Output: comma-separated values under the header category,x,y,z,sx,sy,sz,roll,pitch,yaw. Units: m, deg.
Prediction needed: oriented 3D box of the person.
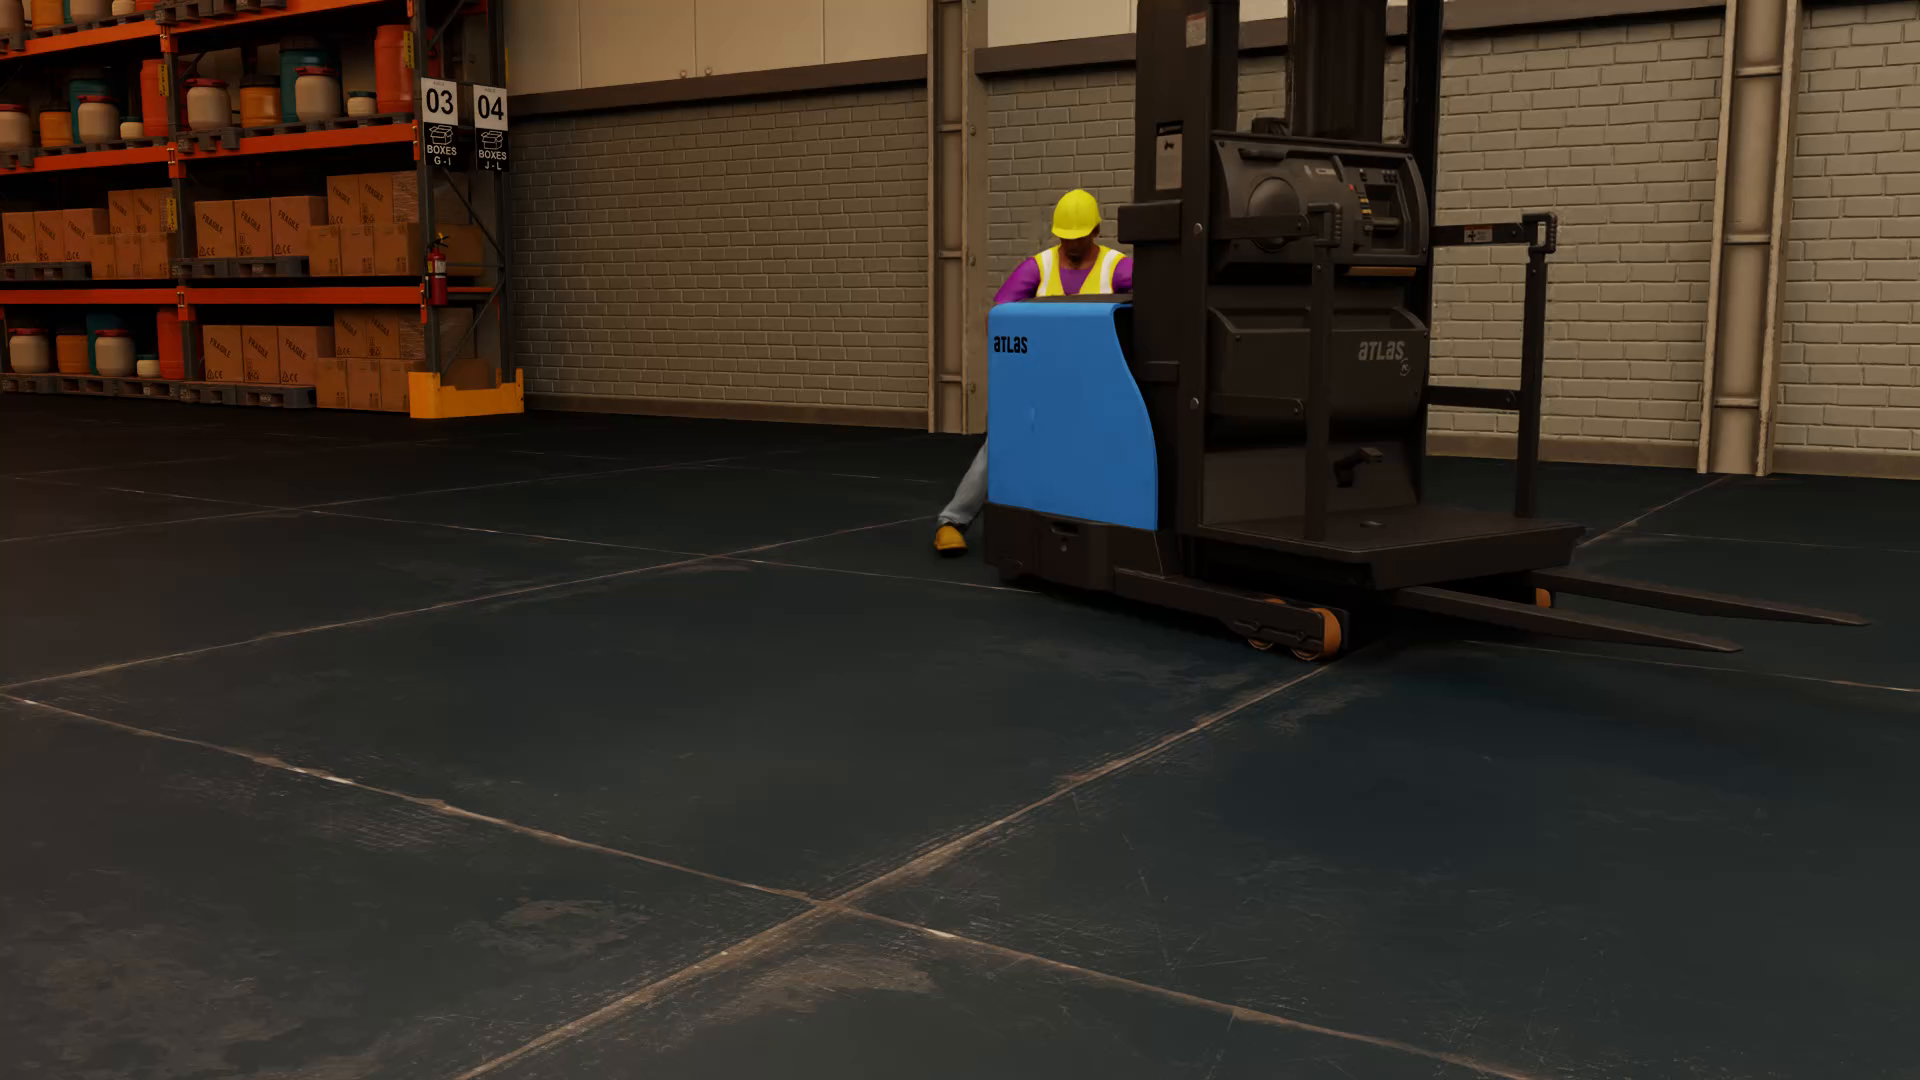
category,x,y,z,sx,sy,sz,roll,pitch,yaw
person,0.555,-0.744,7.279,1.258,1.562,0.935,2,8,13

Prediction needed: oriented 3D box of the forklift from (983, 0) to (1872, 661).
category,x,y,z,sx,sy,sz,roll,pitch,yaw
forklift,1.331,-1.160,5.352,1.130,2.935,3.031,-5,10,-34
